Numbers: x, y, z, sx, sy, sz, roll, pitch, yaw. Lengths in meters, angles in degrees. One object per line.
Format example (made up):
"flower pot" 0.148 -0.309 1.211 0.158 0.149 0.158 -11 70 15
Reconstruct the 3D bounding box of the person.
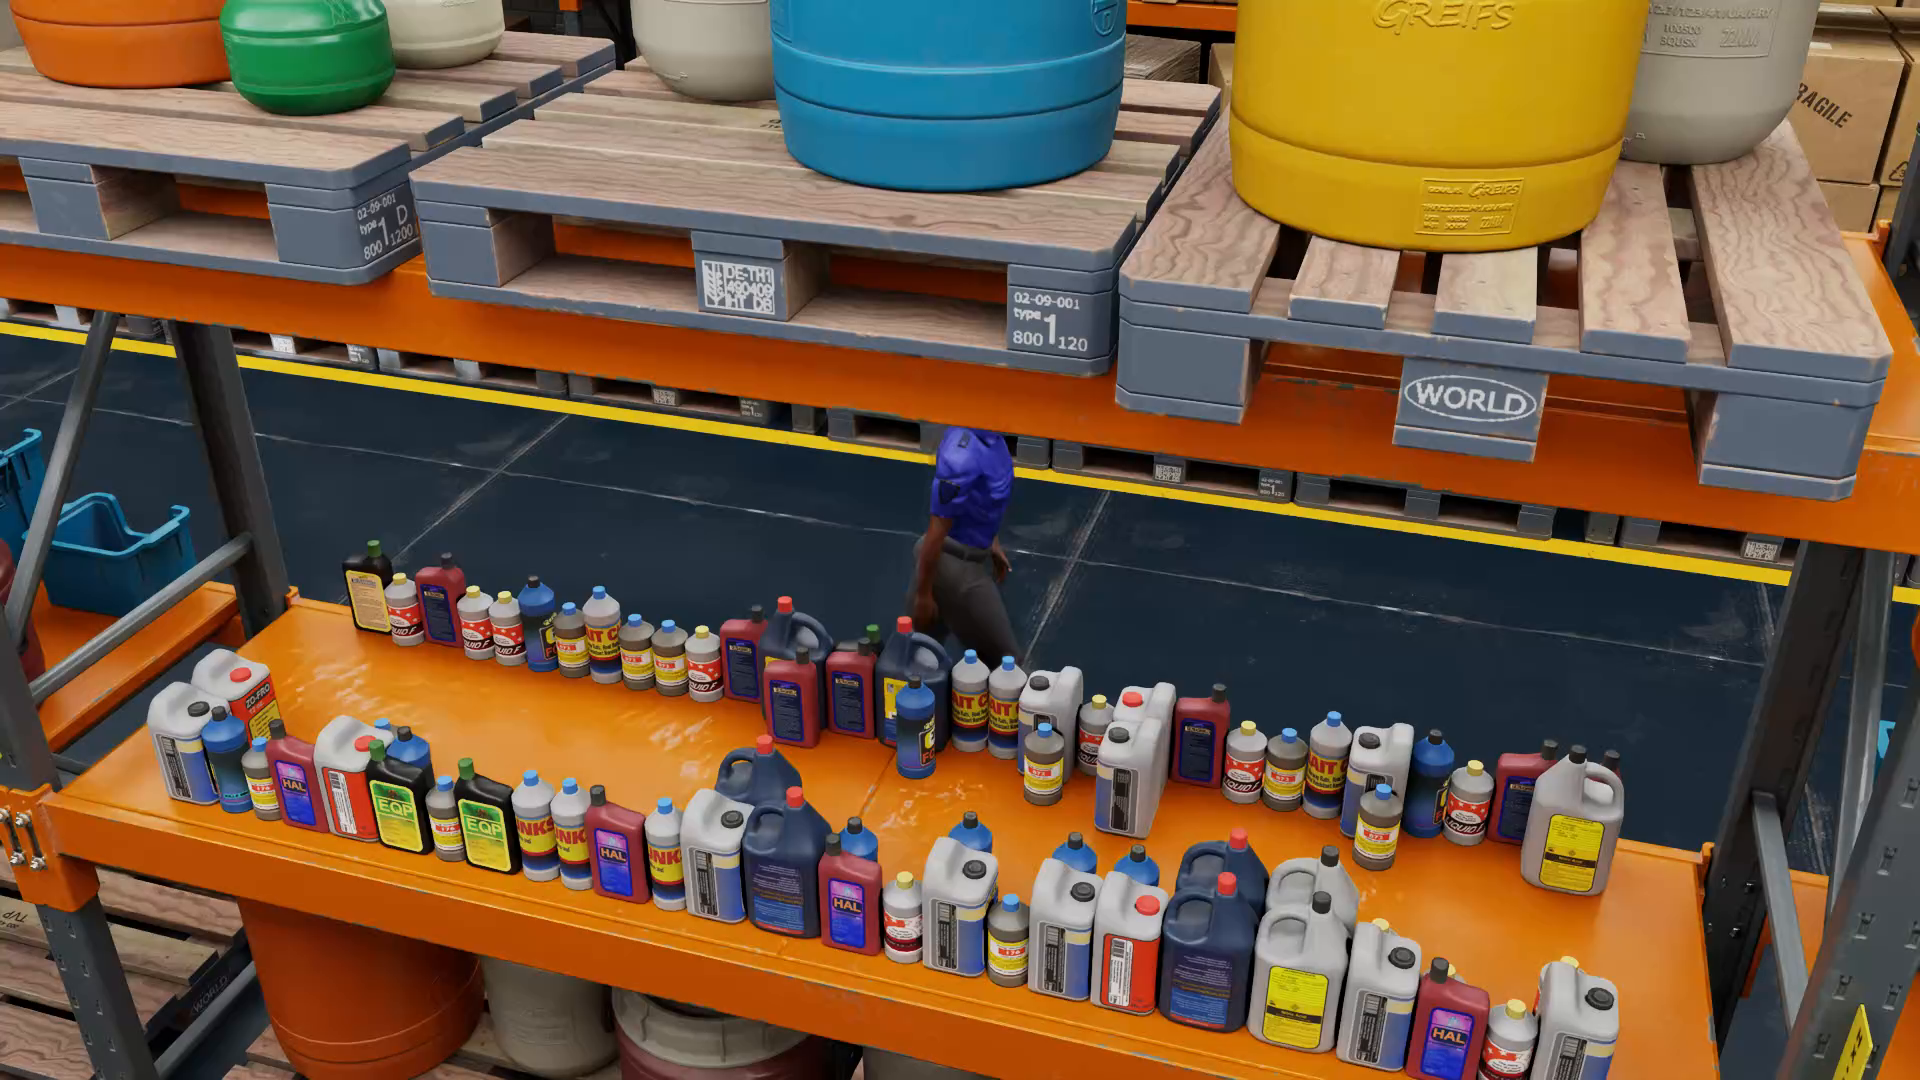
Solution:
"person" 0.041 0.096 5.964 0.846 1.631 0.476 1 29 1
